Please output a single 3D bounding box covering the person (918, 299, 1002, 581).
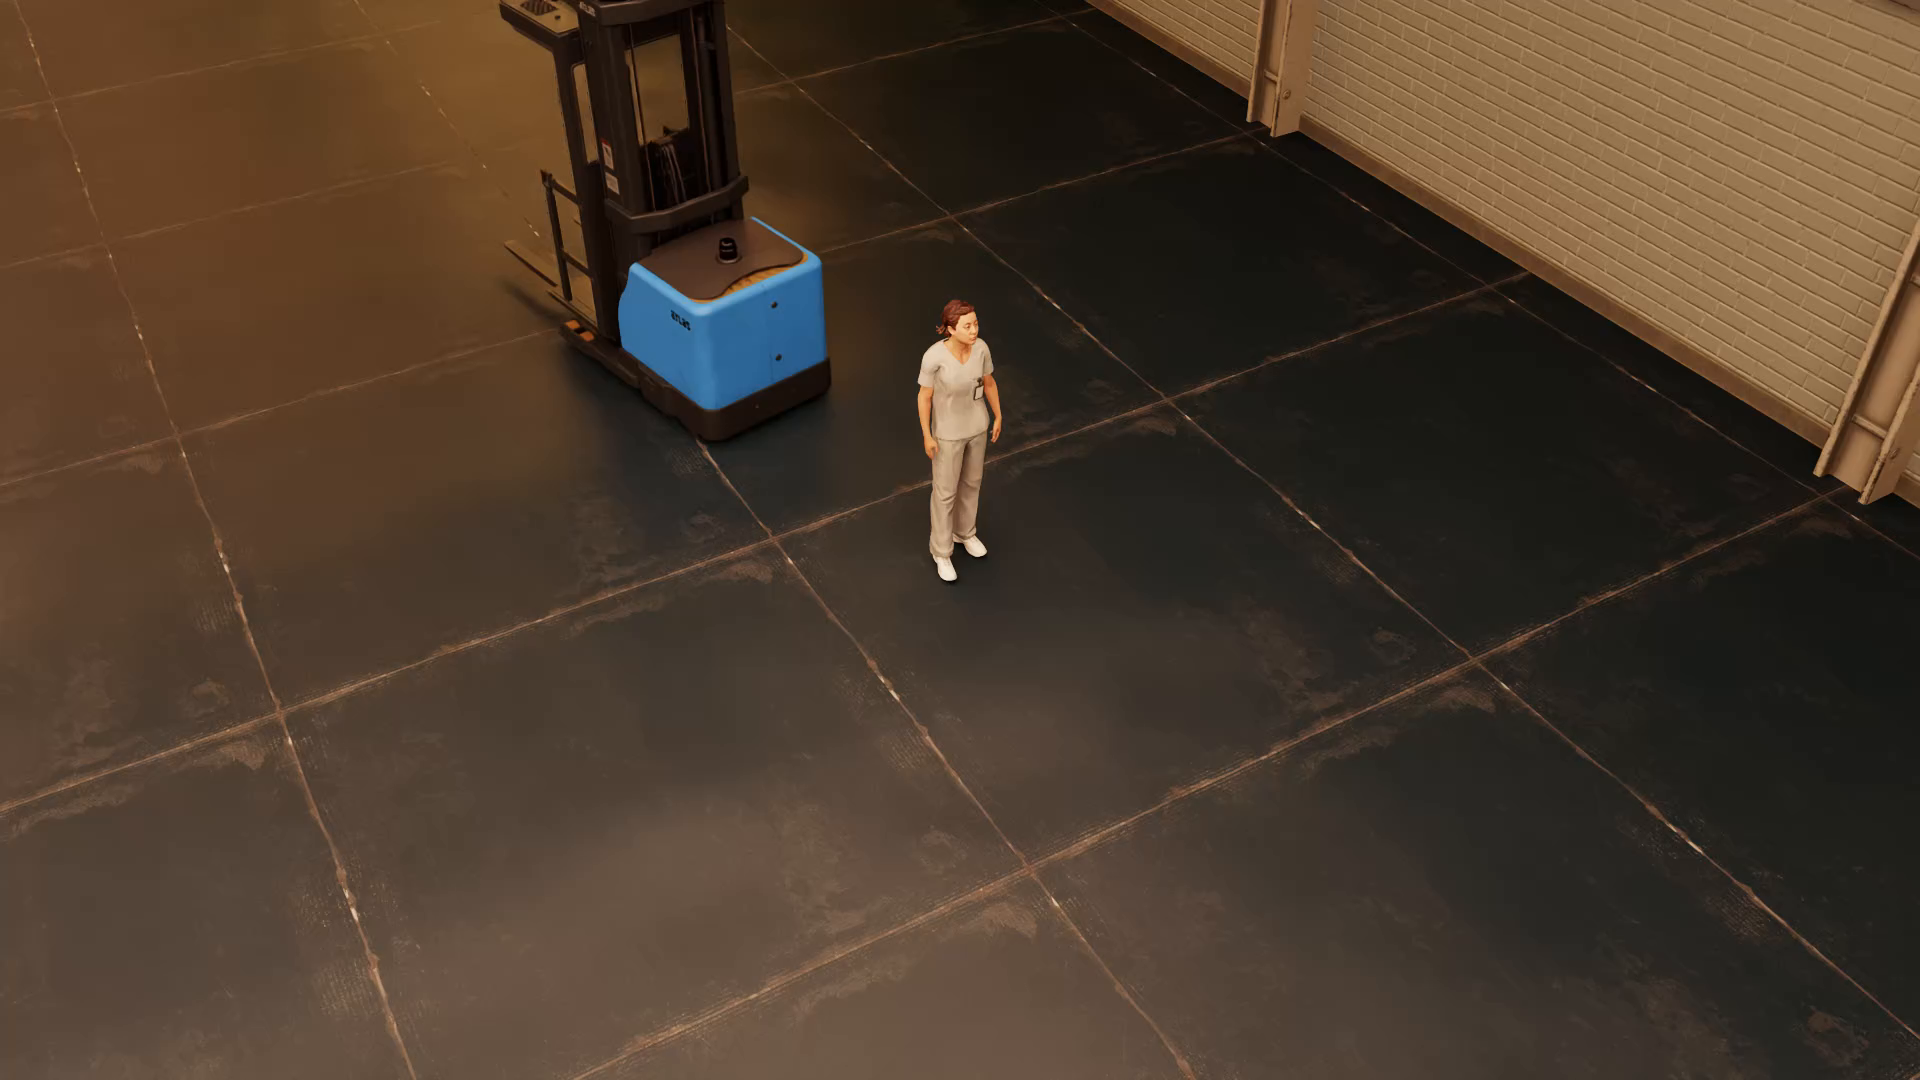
[{"bbox_3d":[0.026,-0.606,9.739,0.550,1.675,0.549,-20,44,-23],"label":"person"}]

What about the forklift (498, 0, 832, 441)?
[{"bbox_3d":[-2.241,-2.648,11.228,1.130,2.935,3.031,-29,48,-31],"label":"forklift"}]
